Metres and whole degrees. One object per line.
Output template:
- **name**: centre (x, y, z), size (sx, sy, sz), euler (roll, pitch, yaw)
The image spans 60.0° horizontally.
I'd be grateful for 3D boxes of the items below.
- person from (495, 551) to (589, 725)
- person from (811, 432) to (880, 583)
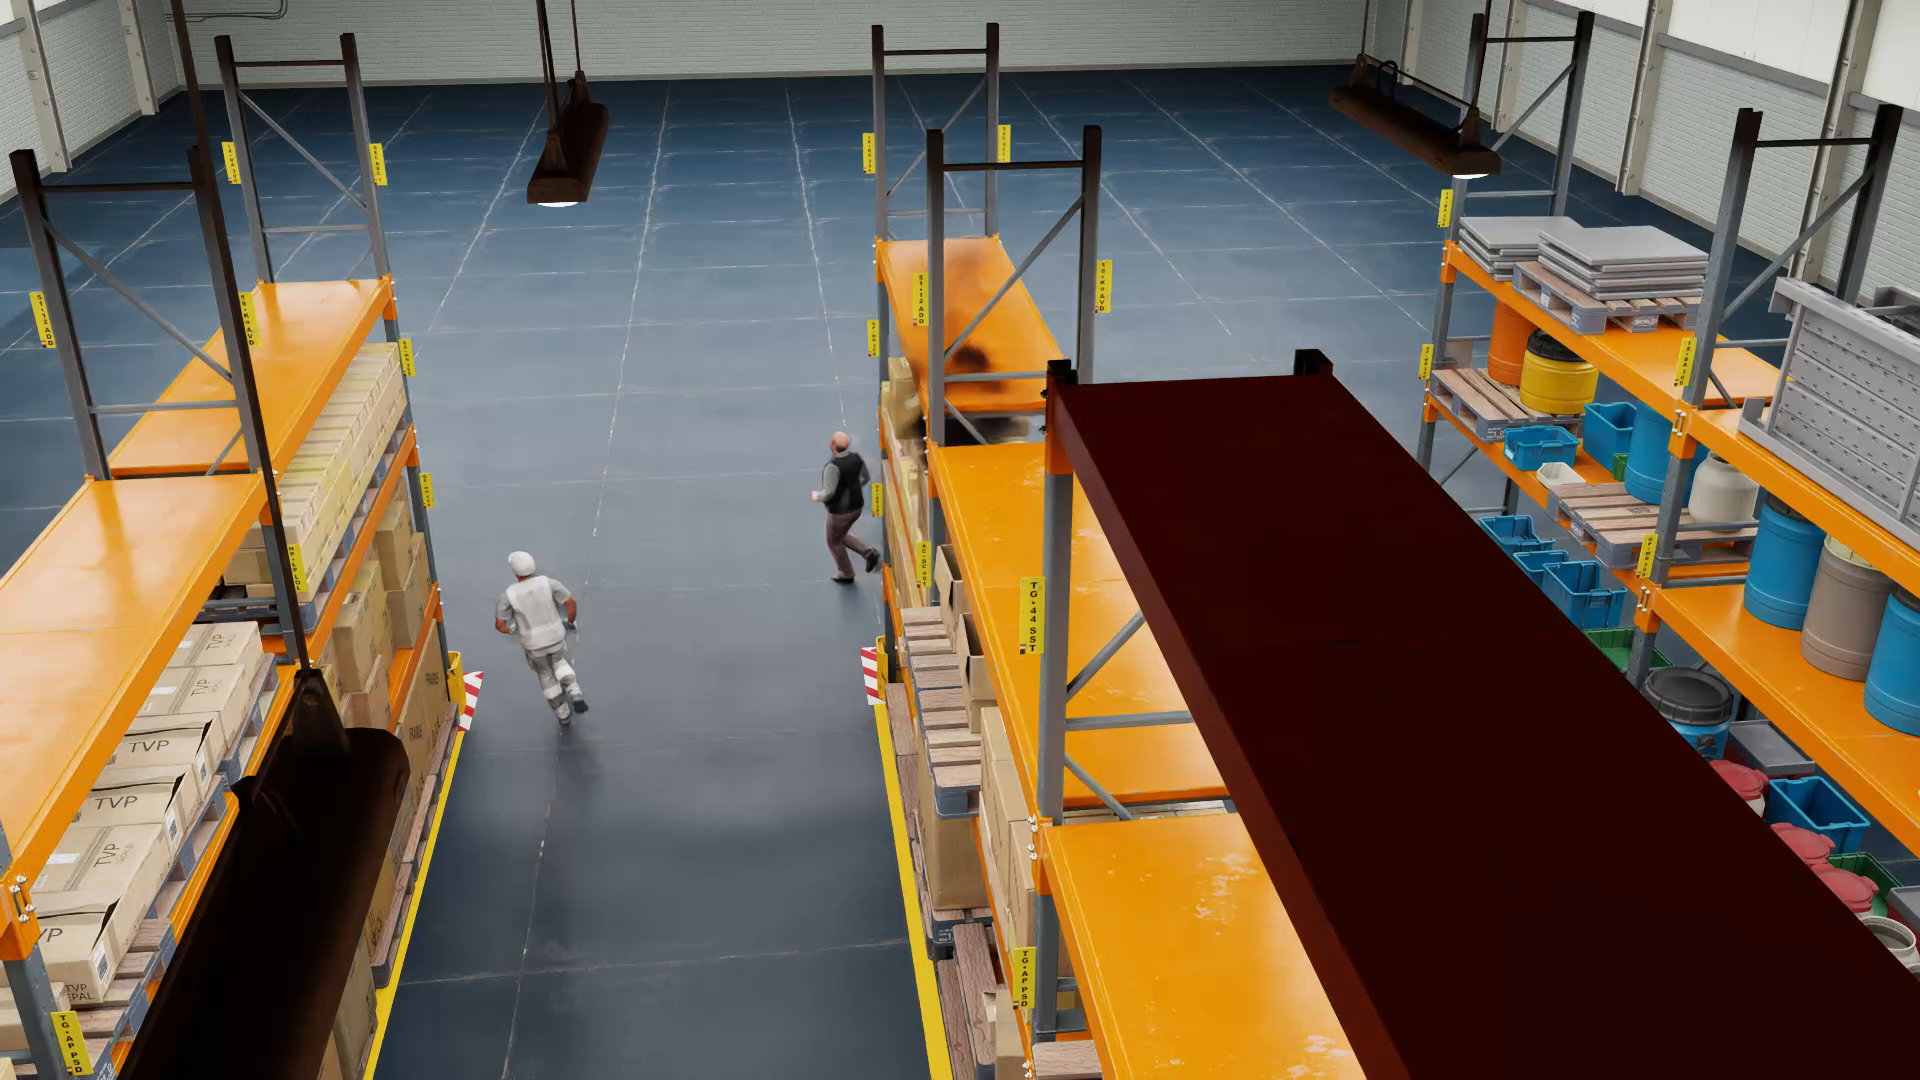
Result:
- **person**: centre (-3.720, 0.870, 14.673), size (0.707, 1.721, 0.554), euler (-13, 28, -25)
- **person**: centre (-1.202, -0.311, 17.223), size (0.631, 1.697, 0.657), euler (15, 29, 29)
